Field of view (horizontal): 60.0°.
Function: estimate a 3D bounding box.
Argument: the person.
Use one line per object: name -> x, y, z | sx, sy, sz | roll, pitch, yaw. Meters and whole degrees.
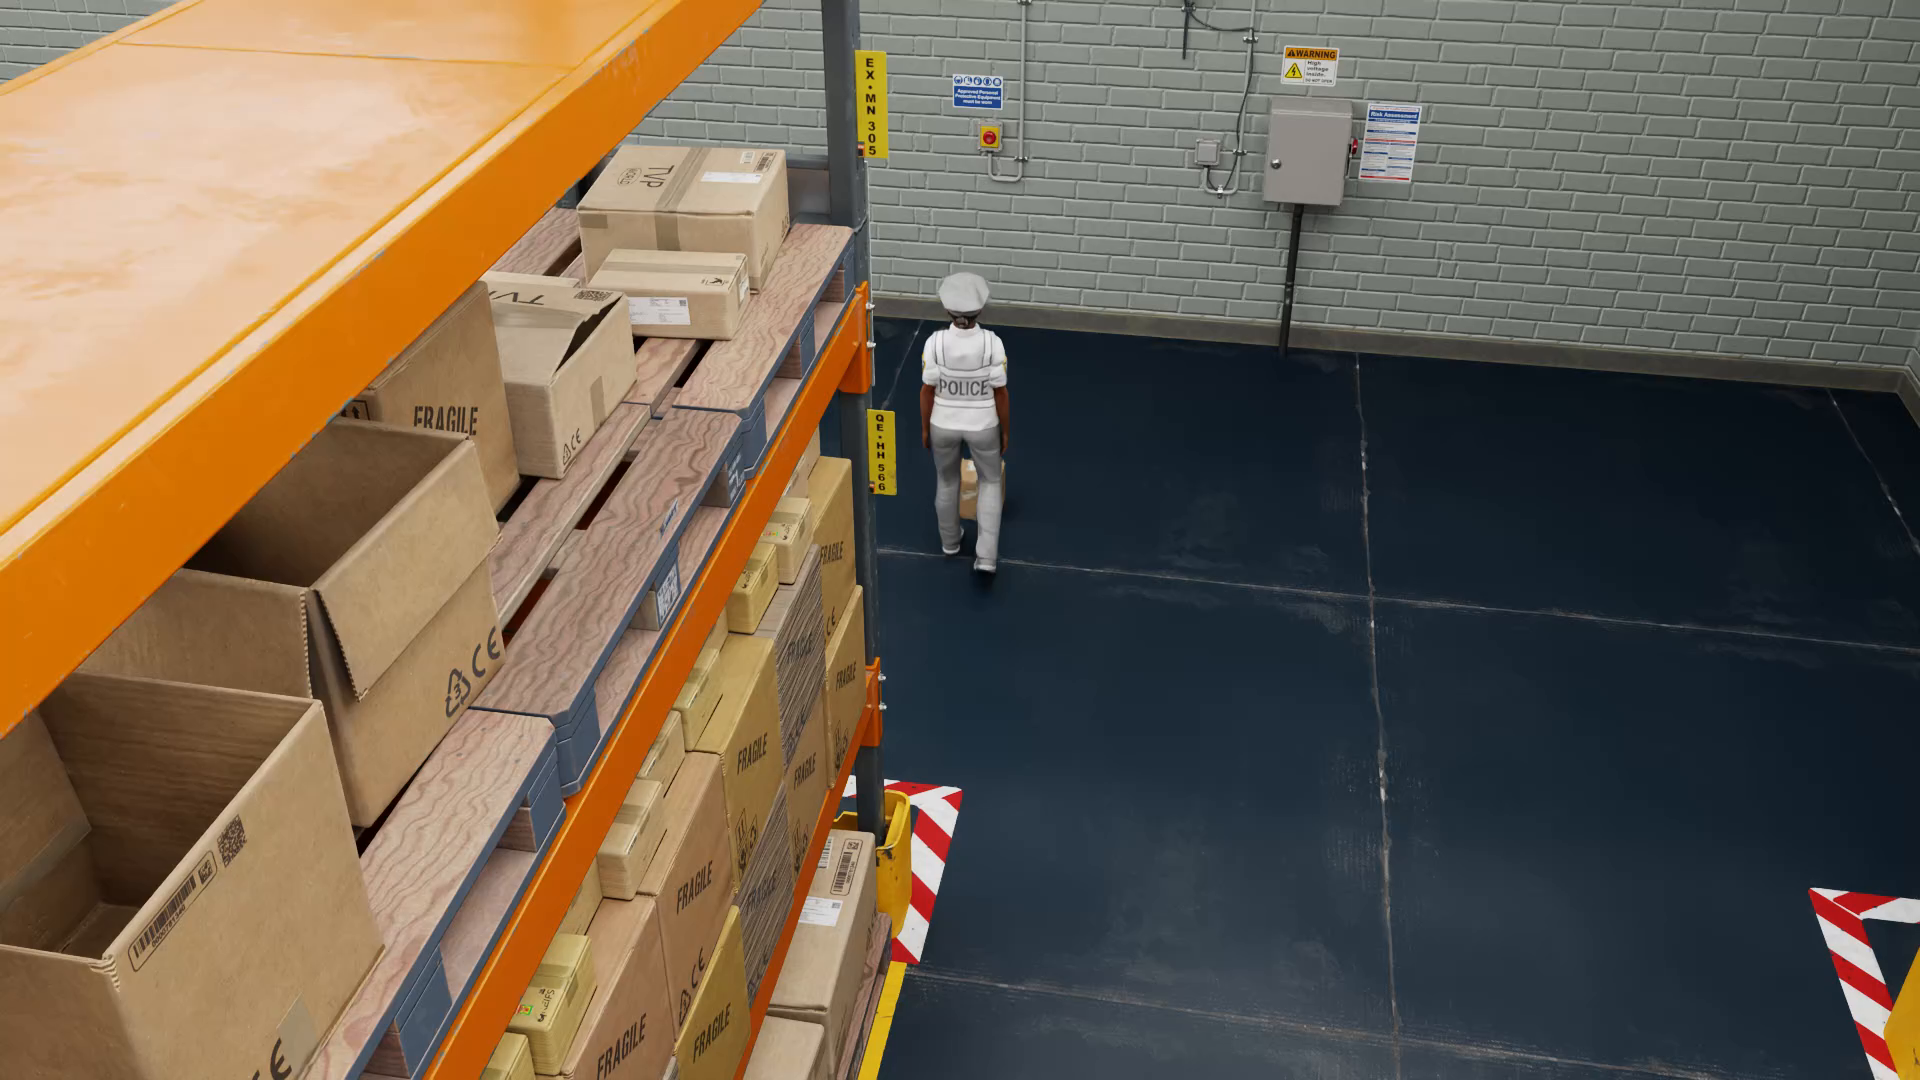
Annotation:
person -> 0.030, -0.606, 8.663 | 0.465, 1.673, 0.616 | 2, 33, 3
